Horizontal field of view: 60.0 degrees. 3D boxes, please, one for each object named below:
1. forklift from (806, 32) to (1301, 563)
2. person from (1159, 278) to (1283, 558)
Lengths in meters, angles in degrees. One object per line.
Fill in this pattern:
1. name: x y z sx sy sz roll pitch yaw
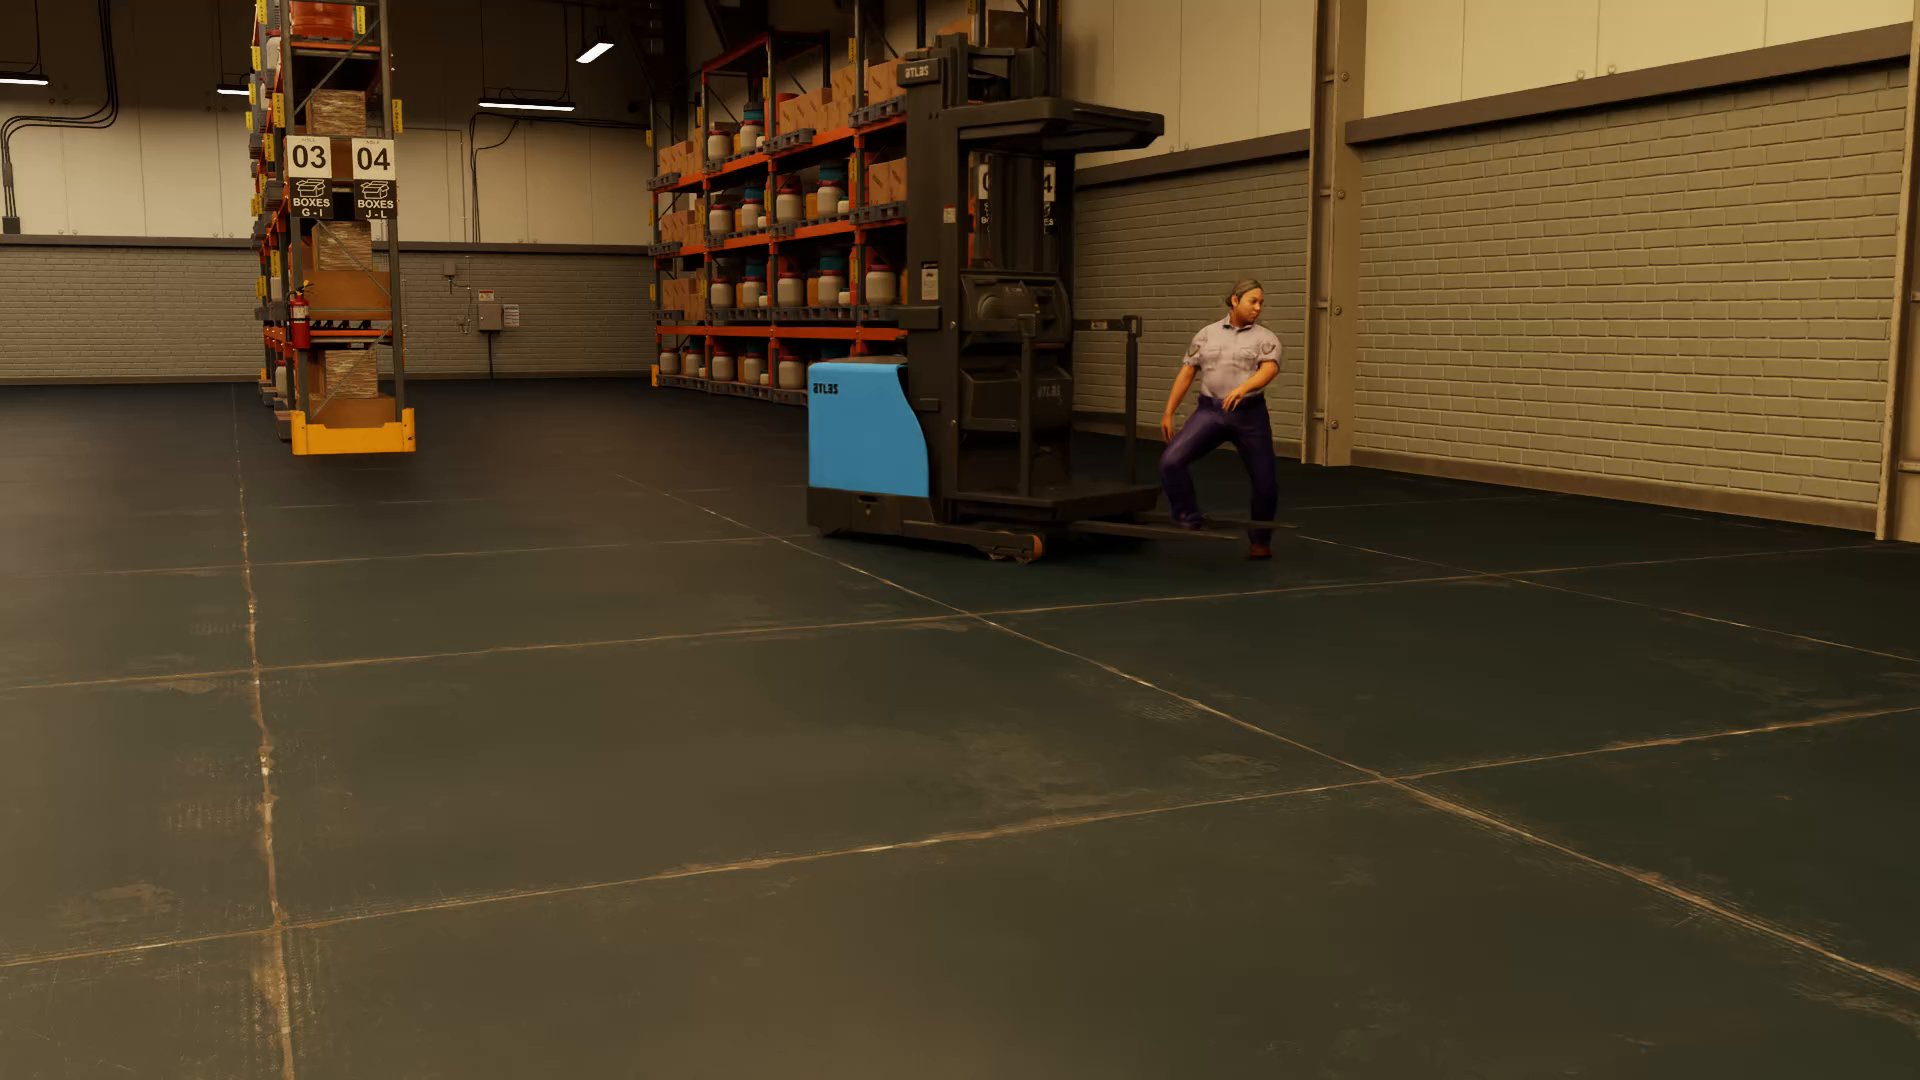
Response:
1. forklift: 0.489 -1.401 9.568 3.031 2.935 1.130 6 10 41
2. person: 1.430 -0.651 9.120 0.655 1.555 0.793 1 8 9
